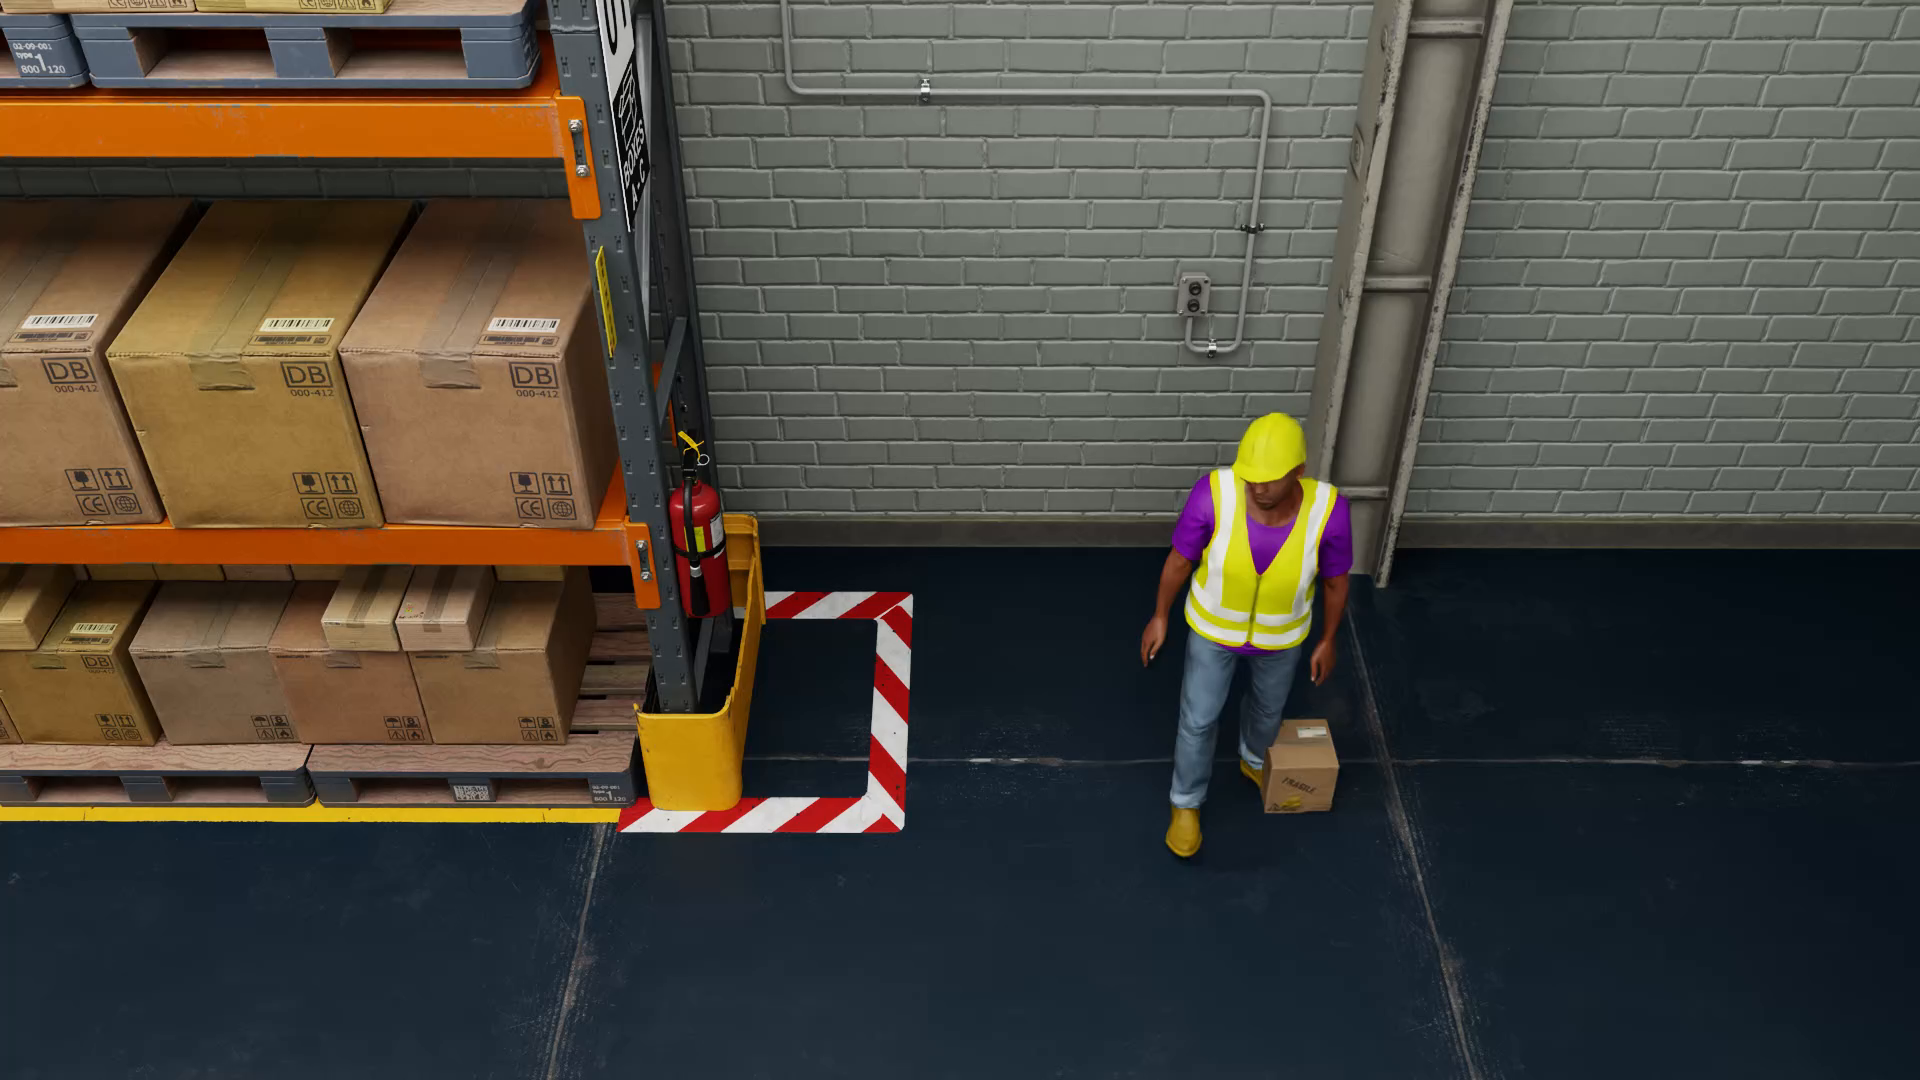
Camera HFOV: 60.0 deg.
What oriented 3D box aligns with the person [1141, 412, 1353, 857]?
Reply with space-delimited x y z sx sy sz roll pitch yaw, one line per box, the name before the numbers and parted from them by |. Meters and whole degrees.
person | 0.964 0.333 5.691 0.675 1.764 0.570 4 39 4
